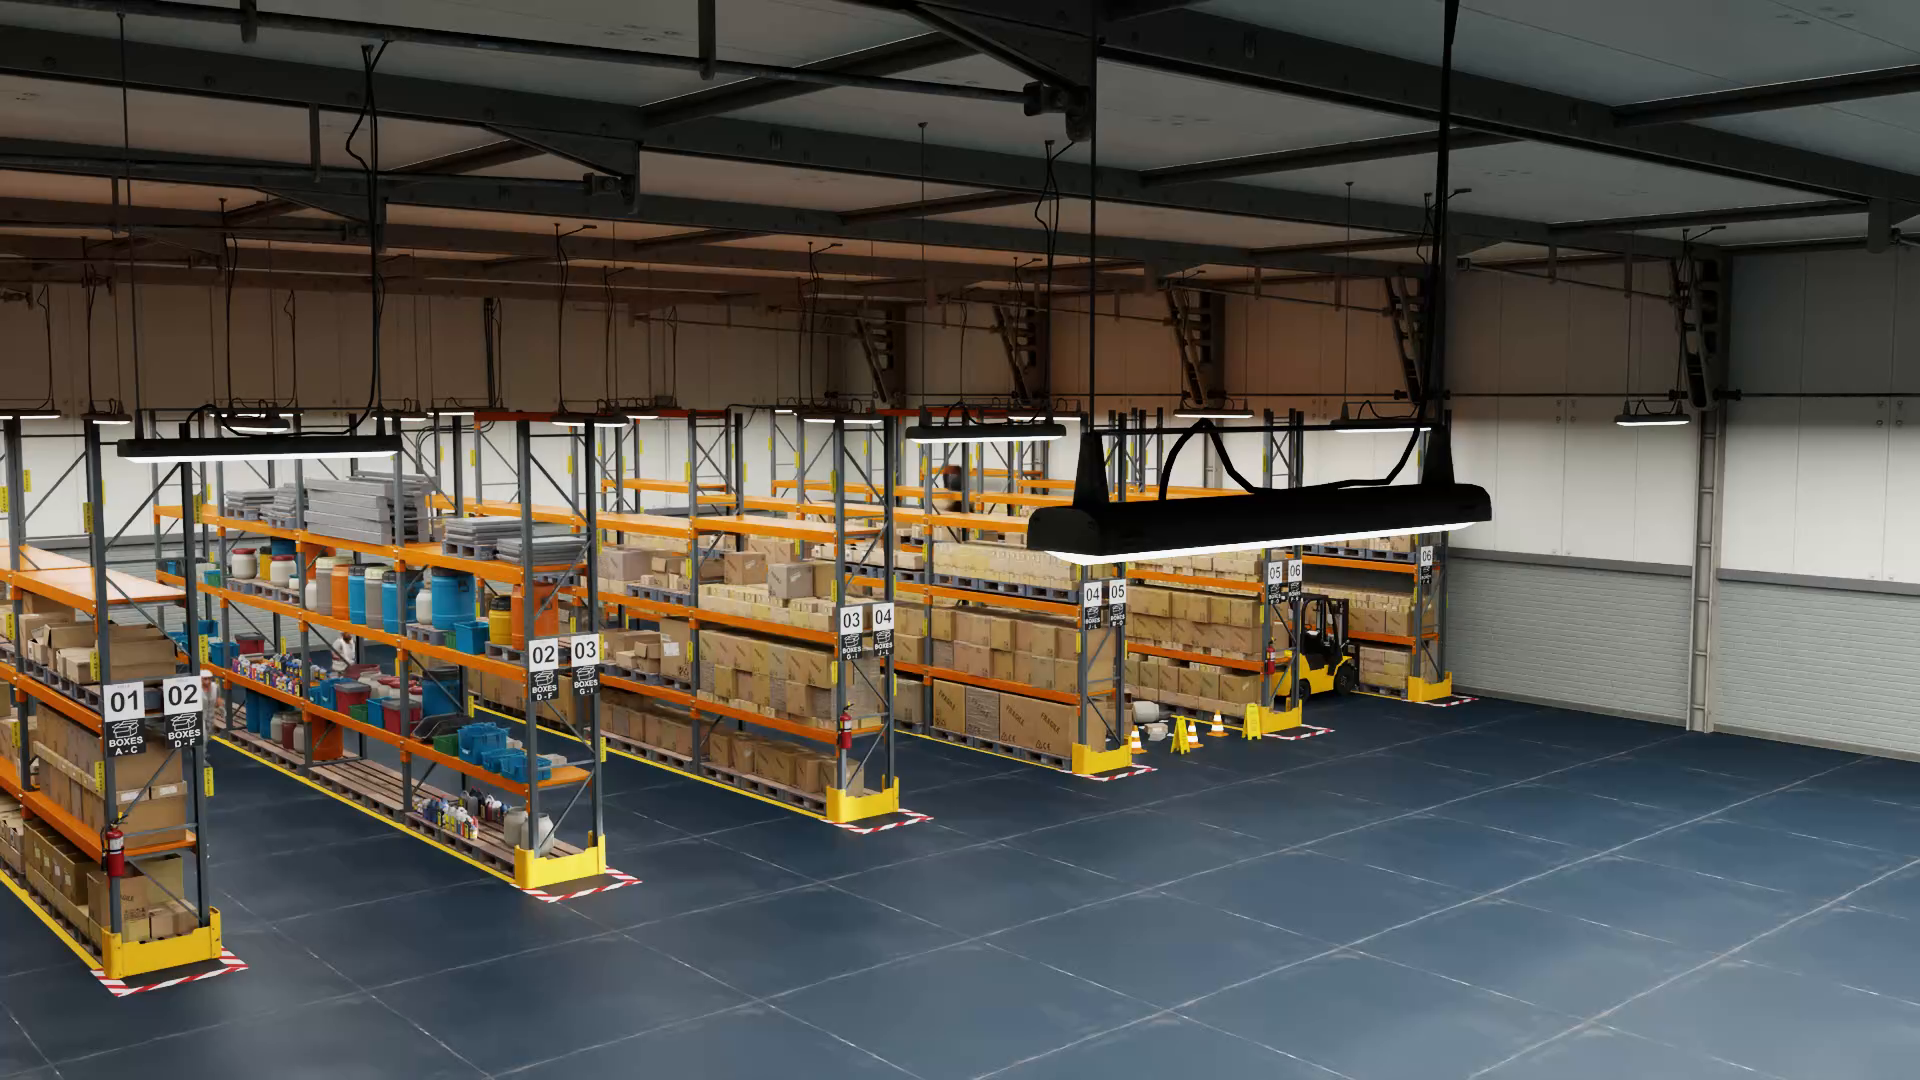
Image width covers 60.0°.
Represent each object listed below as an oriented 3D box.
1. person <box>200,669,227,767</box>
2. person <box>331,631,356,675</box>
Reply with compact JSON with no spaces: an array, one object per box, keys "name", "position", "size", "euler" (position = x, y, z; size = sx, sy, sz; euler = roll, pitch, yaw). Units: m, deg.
[{"name":"person","position":[-12.892,3.007,28.287],"size":[0.890,1.698,0.672],"euler":[3,6,28]},{"name":"person","position":[-12.276,2.557,32.922],"size":[0.860,1.756,0.655],"euler":[2,6,26]}]
